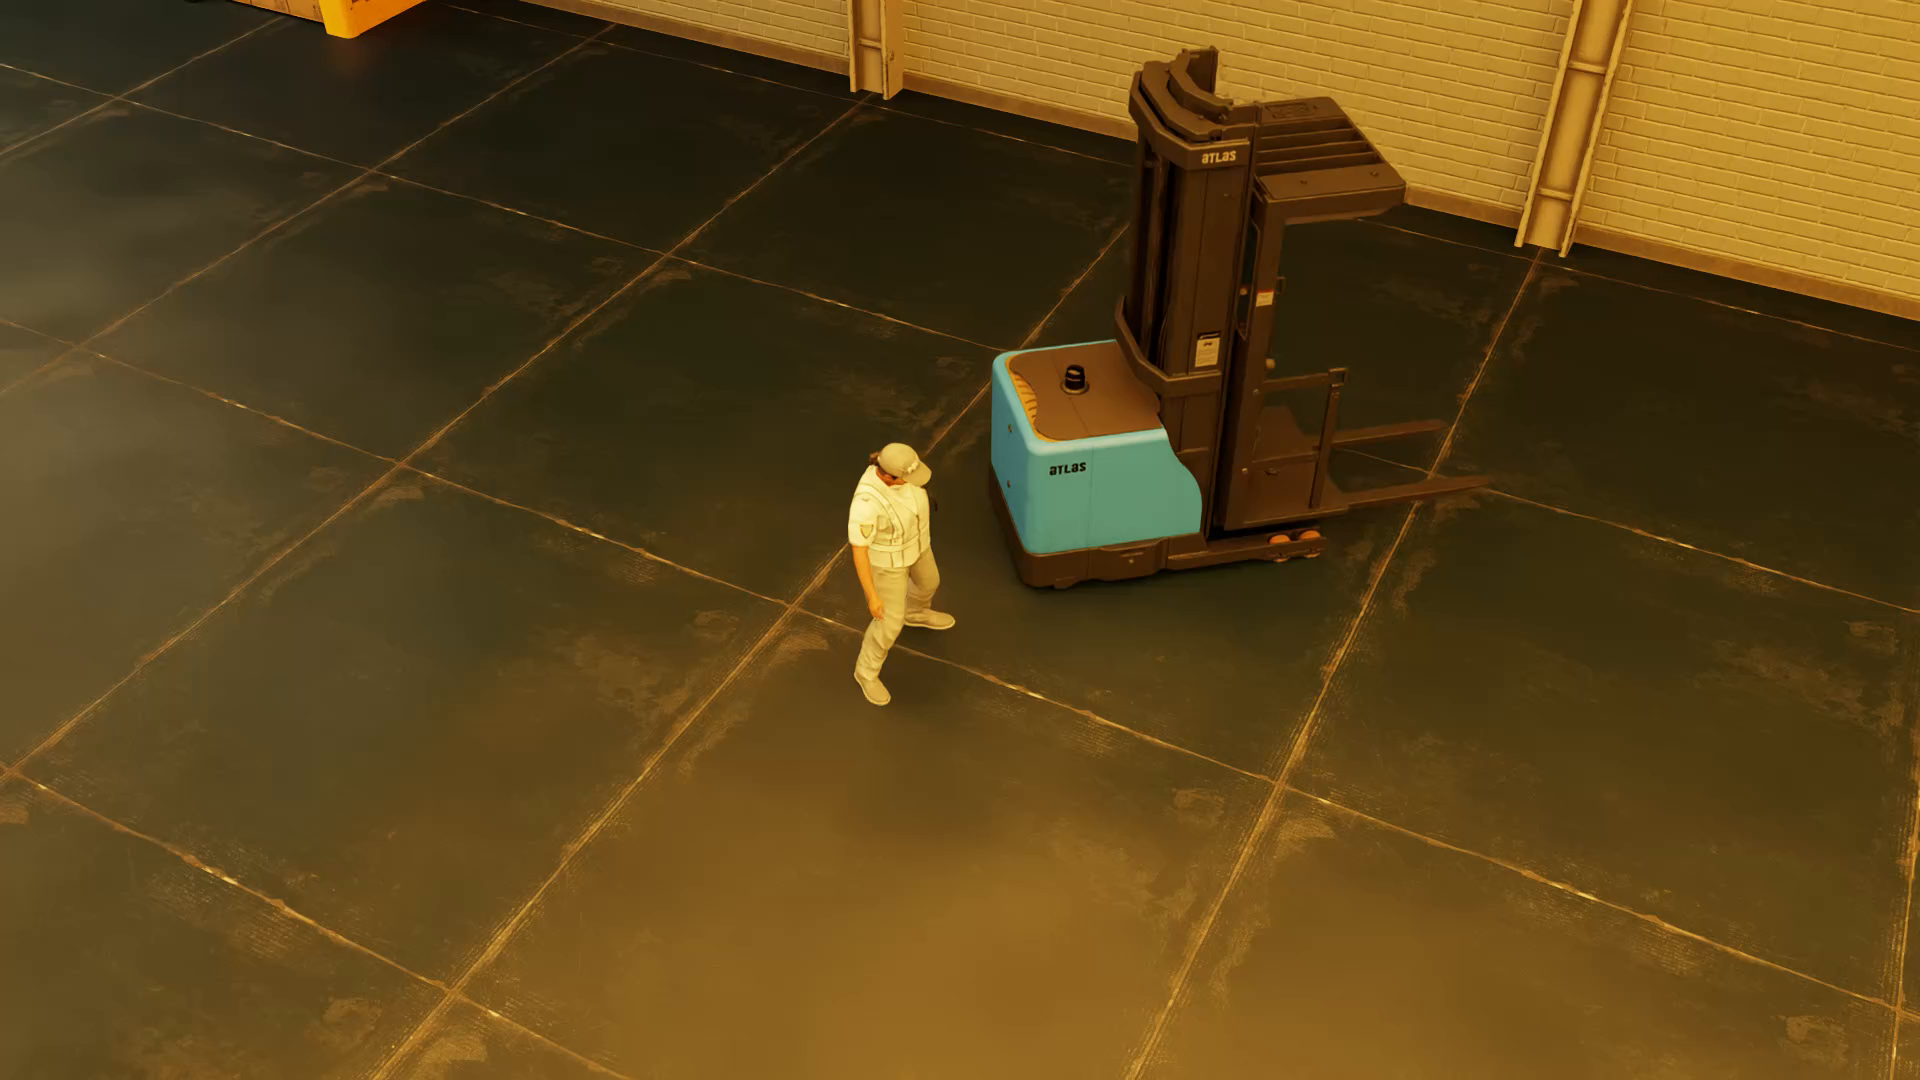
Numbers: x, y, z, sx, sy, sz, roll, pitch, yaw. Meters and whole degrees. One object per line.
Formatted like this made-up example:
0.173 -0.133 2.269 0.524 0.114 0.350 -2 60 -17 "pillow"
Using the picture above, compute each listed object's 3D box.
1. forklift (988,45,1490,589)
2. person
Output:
1.751 -1.314 9.547 3.031 2.935 1.130 -8 41 -9 "forklift"
-0.325 0.070 8.935 0.452 1.618 0.868 21 44 23 "person"
